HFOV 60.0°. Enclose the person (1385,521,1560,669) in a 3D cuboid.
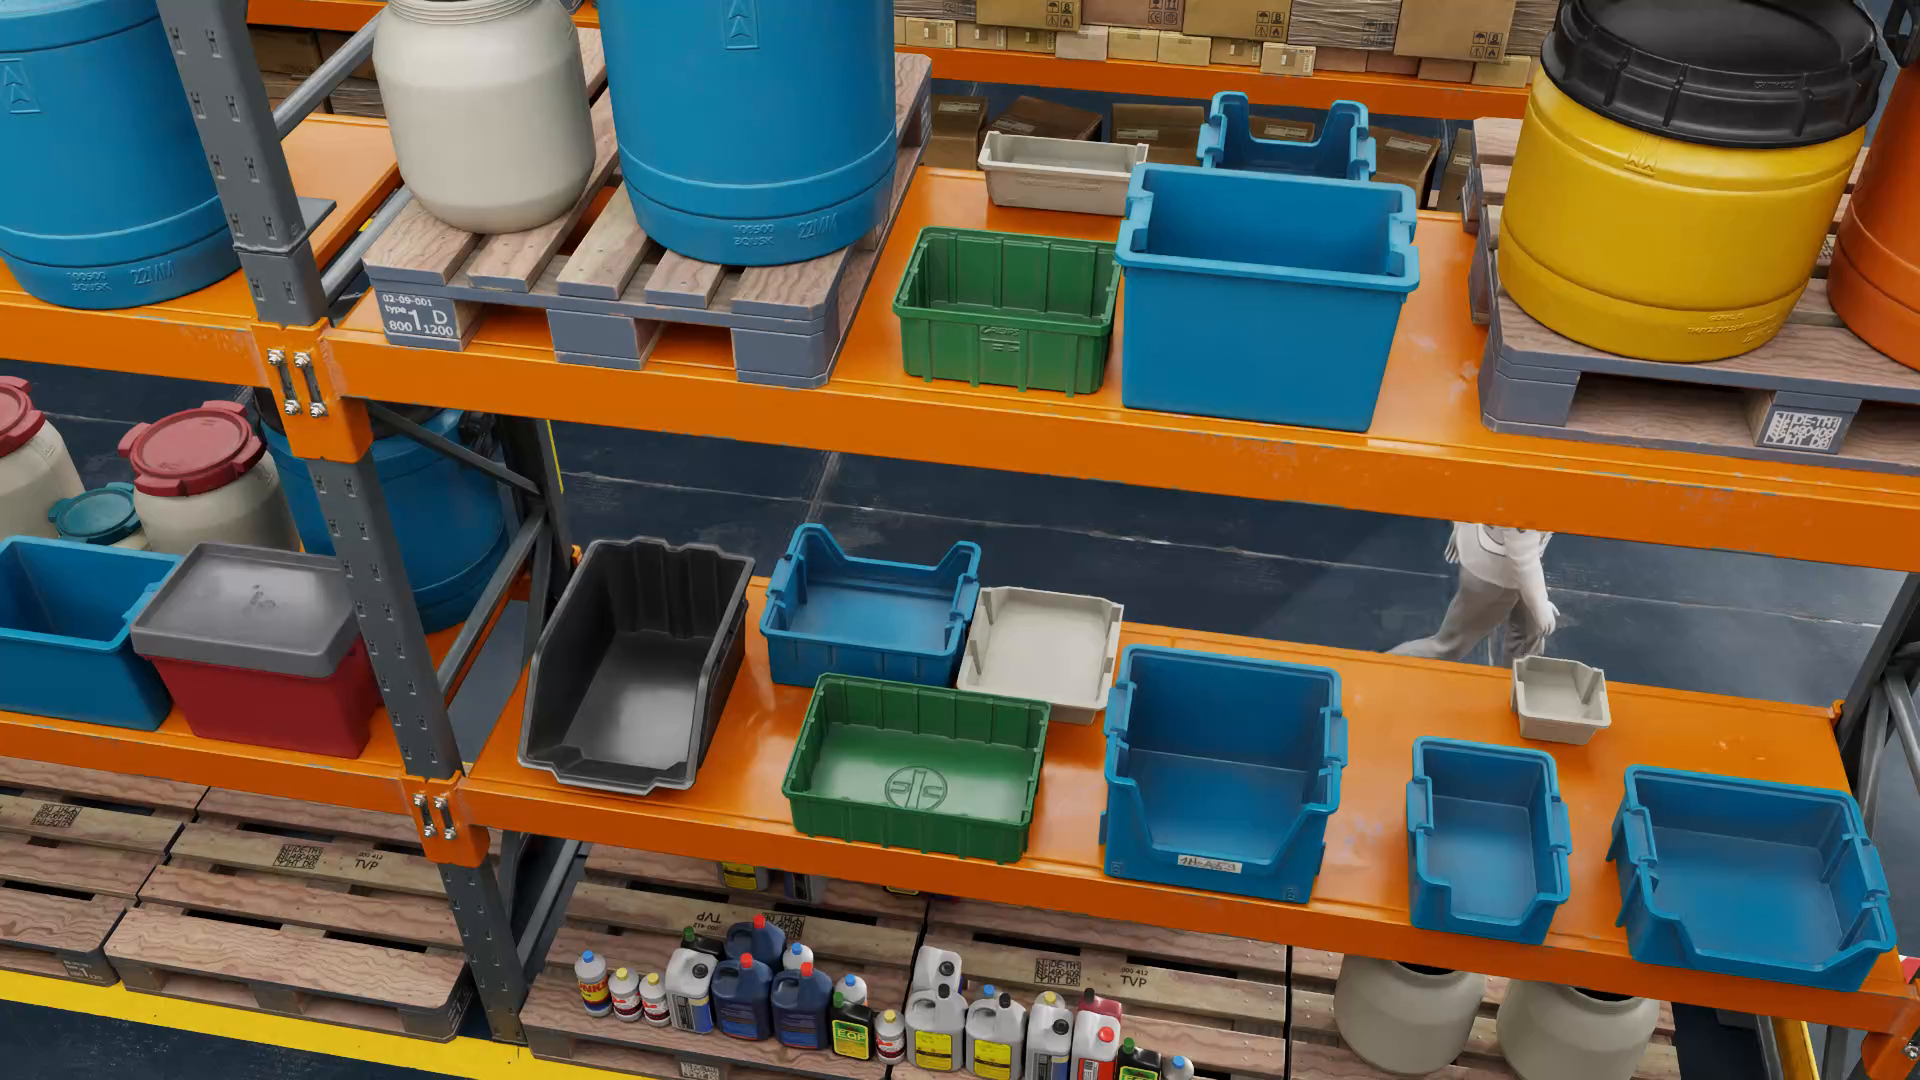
[{"bbox_3d":[1.961,0.076,6.038,0.972,1.641,0.505,5,41,6],"label":"person"}]
